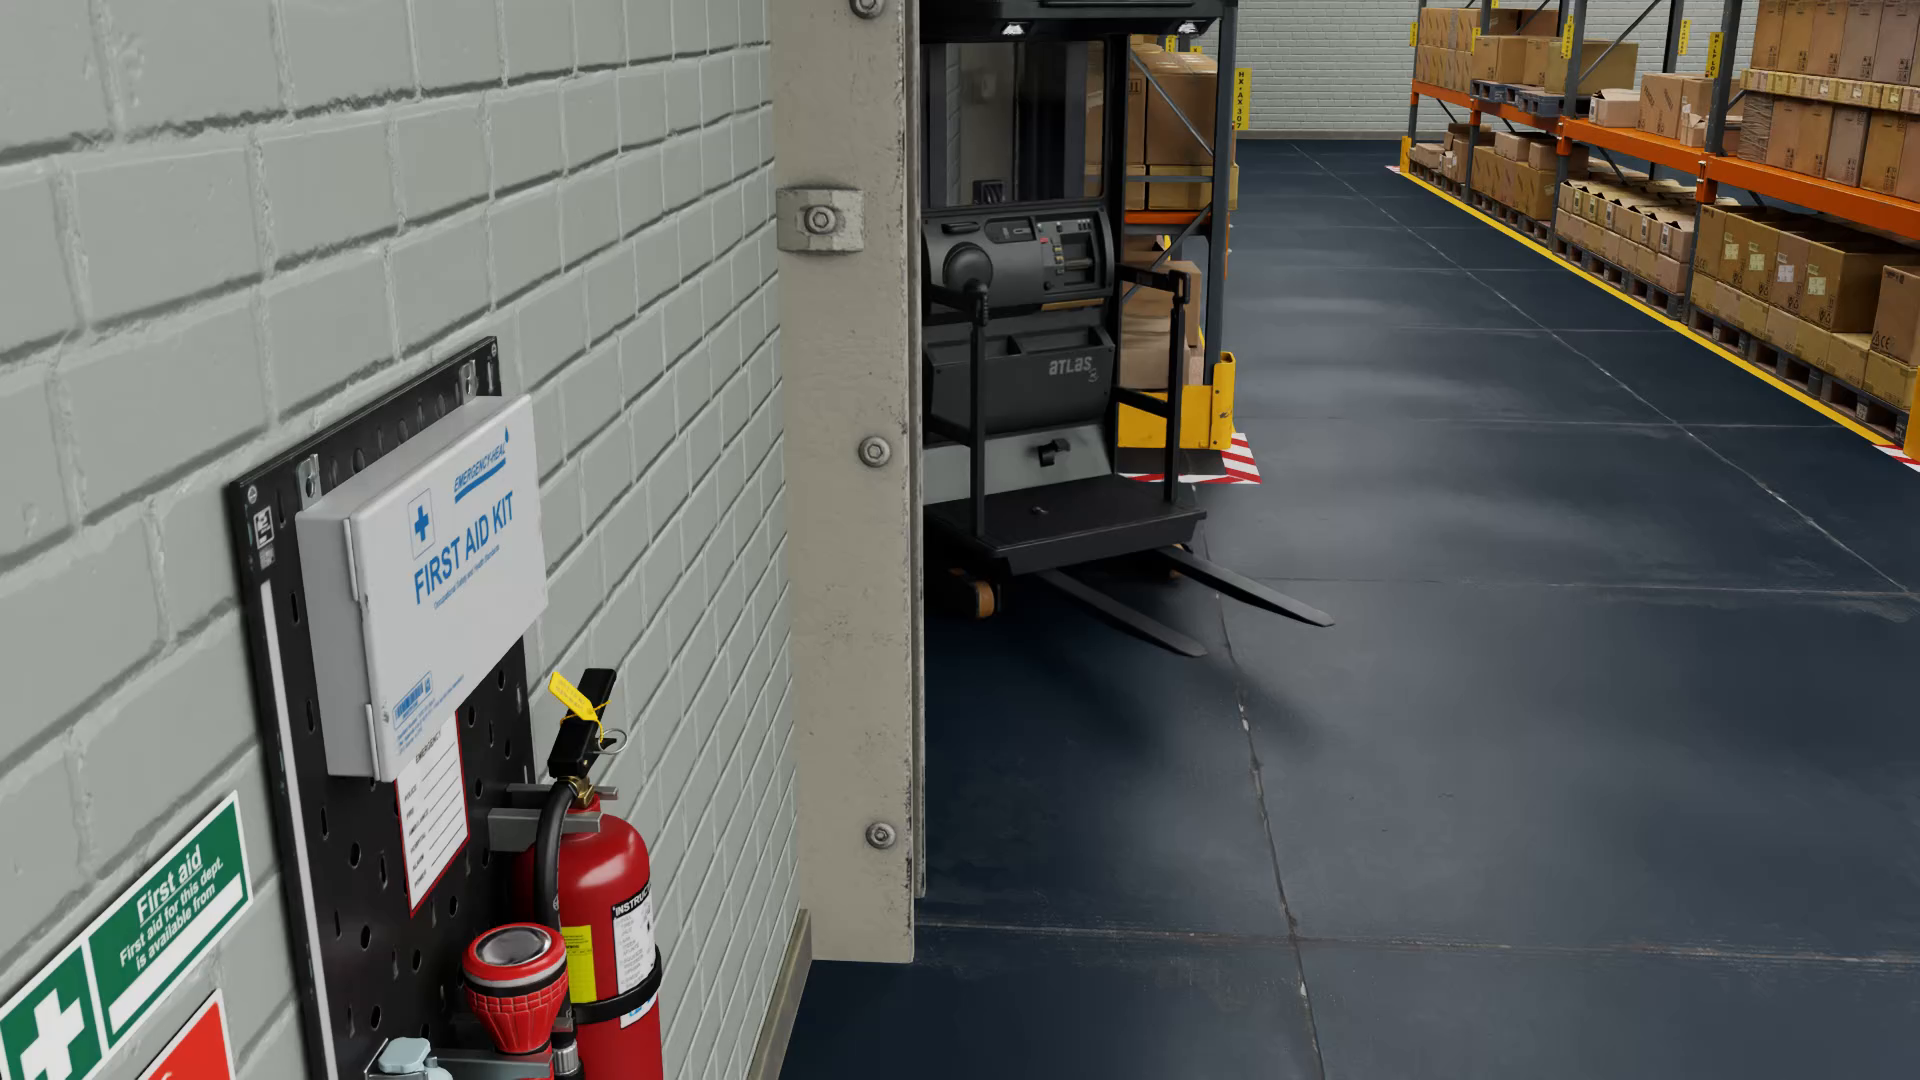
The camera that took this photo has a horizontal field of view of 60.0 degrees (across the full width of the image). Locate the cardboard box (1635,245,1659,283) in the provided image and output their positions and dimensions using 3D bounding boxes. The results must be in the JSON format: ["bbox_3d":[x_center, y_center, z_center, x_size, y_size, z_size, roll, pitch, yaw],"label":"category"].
[{"bbox_3d":[5.981,-2.301,13.868,0.500,0.250,0.500,1,18,3],"label":"cardboard box"}]

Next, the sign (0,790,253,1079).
[{"bbox_3d":[-0.617,0.310,1.250,0.001,0.109,0.331,1,18,4],"label":"sign"}]

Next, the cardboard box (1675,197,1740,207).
[{"bbox_3d":[6.590,-2.875,14.721,0.500,0.311,0.500,2,18,5],"label":"cardboard box"}]

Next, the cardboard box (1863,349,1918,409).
[{"bbox_3d":[5.660,-0.939,9.713,0.500,0.250,0.500,1,18,4],"label":"cardboard box"}]

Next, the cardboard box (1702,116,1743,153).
[{"bbox_3d":[6.194,-3.198,13.106,0.500,0.250,0.500,2,18,7],"label":"cardboard box"}]

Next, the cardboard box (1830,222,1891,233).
[{"bbox_3d":[6.308,-1.905,11.458,0.500,0.500,0.500,1,18,4],"label":"cardboard box"}]

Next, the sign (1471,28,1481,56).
[{"bbox_3d":[6.234,-6.021,20.091,0.100,0.325,0.005,1,18,4],"label":"sign"}]

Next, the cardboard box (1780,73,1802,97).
[{"bbox_3d":[5.938,-3.152,11.524,0.380,0.149,0.250,1,18,3],"label":"cardboard box"}]

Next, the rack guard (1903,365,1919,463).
[{"bbox_3d":[5.914,-0.678,9.188,1.175,0.500,0.348,1,18,4],"label":"rack guard"}]

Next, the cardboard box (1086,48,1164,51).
[{"bbox_3d":[1.395,-4.017,14.499,0.700,0.500,0.500,4,19,11],"label":"cardboard box"}]

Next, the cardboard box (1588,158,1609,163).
[{"bbox_3d":[6.912,-3.994,18.604,0.500,0.500,0.500,1,18,2],"label":"cardboard box"}]

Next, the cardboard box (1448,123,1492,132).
[{"bbox_3d":[7.270,-5.689,23.776,0.500,0.500,0.500,1,18,4],"label":"cardboard box"}]

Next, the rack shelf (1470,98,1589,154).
[{"bbox_3d":[6.633,-4.637,18.412,1.077,0.370,4.000,1,18,4],"label":"rack shelf"}]

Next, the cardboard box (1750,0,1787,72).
[{"bbox_3d":[6.177,-3.641,11.975,0.700,0.500,0.500,1,18,4],"label":"cardboard box"}]

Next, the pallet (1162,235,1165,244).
[{"bbox_3d":[1.680,-3.385,17.915,1.003,0.211,1.213,1,18,4],"label":"pallet"}]

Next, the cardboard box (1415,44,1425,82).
[{"bbox_3d":[6.768,-6.758,23.569,0.500,0.500,0.500,2,18,5],"label":"cardboard box"}]

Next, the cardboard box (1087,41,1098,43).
[{"bbox_3d":[1.322,-5.168,17.004,0.500,0.250,0.500,2,18,5],"label":"cardboard box"}]

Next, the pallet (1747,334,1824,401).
[{"bbox_3d":[6.019,-1.164,11.137,1.003,0.211,1.213,1,18,4],"label":"pallet"}]

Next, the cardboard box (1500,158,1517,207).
[{"bbox_3d":[6.391,-3.998,18.616,0.500,0.500,0.500,1,18,2],"label":"cardboard box"}]

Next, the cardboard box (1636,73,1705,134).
[{"bbox_3d":[6.385,-3.884,14.798,0.500,0.500,0.500,0,18,1],"label":"cardboard box"}]

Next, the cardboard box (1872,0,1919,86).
[{"bbox_3d":[6.034,-3.018,10.073,0.700,0.500,0.500,1,18,4],"label":"cardboard box"}]

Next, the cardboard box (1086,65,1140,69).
[{"bbox_3d":[0.842,-2.584,9.997,0.500,0.500,0.500,2,18,5],"label":"cardboard box"}]

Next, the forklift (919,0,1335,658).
[{"bbox_3d":[0.364,-1.223,6.949,1.130,2.935,3.031,-10,21,-29],"label":"forklift"}]

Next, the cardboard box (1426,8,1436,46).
[{"bbox_3d":[6.738,-7.070,22.918,0.500,0.500,0.500,1,18,4],"label":"cardboard box"}]

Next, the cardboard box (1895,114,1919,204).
[{"bbox_3d":[5.995,-2.228,9.746,0.700,0.500,0.500,2,18,5],"label":"cardboard box"}]

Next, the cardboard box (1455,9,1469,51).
[{"bbox_3d":[6.588,-6.445,21.008,0.500,0.500,0.500,1,18,3],"label":"cardboard box"}]

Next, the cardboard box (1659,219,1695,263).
[{"bbox_3d":[5.946,-2.407,13.292,0.500,0.311,0.500,1,18,4],"label":"cardboard box"}]

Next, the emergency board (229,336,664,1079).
[{"bbox_3d":[-0.483,0.411,1.852,0.194,1.169,0.643,1,18,4],"label":"emergency board"}]

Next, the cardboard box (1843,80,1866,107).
[{"bbox_3d":[5.862,-2.834,10.551,0.380,0.149,0.250,1,18,3],"label":"cardboard box"}]

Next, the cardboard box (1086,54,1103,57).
[{"bbox_3d":[0.979,-3.217,11.929,0.500,0.500,0.500,1,18,4],"label":"cardboard box"}]

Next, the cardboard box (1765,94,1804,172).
[{"bbox_3d":[6.146,-2.861,11.676,0.700,0.500,0.500,1,18,3],"label":"cardboard box"}]

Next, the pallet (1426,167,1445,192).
[{"bbox_3d":[6.911,-4.868,22.441,1.003,0.211,1.213,1,18,4],"label":"pallet"}]

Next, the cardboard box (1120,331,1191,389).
[{"bbox_3d":[1.114,-1.127,10.156,0.500,0.311,0.500,-1,18,-2],"label":"cardboard box"}]

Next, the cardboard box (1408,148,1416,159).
[{"bbox_3d":[6.690,-5.574,23.989,0.380,0.149,0.250,1,18,4],"label":"cardboard box"}]

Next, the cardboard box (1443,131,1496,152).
[{"bbox_3d":[6.906,-5.206,22.297,0.797,0.503,0.637,1,18,4],"label":"cardboard box"}]

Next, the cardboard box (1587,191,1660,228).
[{"bbox_3d":[6.091,-3.039,15.222,0.500,0.311,0.500,1,18,2],"label":"cardboard box"}]

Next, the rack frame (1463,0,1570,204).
[{"bbox_3d":[6.776,-5.600,20.196,1.000,3.000,0.127,1,18,4],"label":"rack frame"}]

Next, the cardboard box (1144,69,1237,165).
[{"bbox_3d":[1.309,-2.419,9.491,0.500,0.500,0.500,1,18,4],"label":"cardboard box"}]

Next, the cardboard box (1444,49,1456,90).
[{"bbox_3d":[6.626,-6.128,21.648,0.500,0.500,0.500,2,18,5],"label":"cardboard box"}]

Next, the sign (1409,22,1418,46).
[{"bbox_3d":[6.522,-7.266,23.889,0.100,0.325,0.005,1,18,4],"label":"sign"}]

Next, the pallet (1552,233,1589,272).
[{"bbox_3d":[6.392,-2.778,16.061,1.003,0.211,1.213,1,18,4],"label":"pallet"}]

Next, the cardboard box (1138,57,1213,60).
[{"bbox_3d":[1.459,-3.054,11.431,0.500,0.500,0.500,1,18,2],"label":"cardboard box"}]

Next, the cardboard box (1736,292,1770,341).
[{"bbox_3d":[5.785,-1.561,11.610,0.500,0.250,0.500,1,18,4],"label":"cardboard box"}]

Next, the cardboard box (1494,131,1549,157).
[{"bbox_3d":[6.427,-4.522,19.010,0.500,0.250,0.500,1,18,4],"label":"cardboard box"}]

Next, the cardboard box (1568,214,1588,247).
[{"bbox_3d":[6.124,-2.938,15.815,0.500,0.250,0.500,1,18,2],"label":"cardboard box"}]

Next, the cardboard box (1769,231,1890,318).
[{"bbox_3d":[5.752,-1.762,11.019,0.500,0.500,0.500,1,18,4],"label":"cardboard box"}]

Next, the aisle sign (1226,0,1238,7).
[{"bbox_3d":[1.269,-3.189,8.662,0.394,0.787,0.004,1,18,4],"label":"aisle sign"}]

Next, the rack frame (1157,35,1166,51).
[{"bbox_3d":[1.548,-4.467,16.739,1.000,3.000,0.127,1,18,4],"label":"rack frame"}]

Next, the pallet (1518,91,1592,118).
[{"bbox_3d":[6.468,-4.479,17.082,1.213,0.211,1.003,1,18,4],"label":"pallet"}]

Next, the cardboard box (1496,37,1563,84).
[{"bbox_3d":[6.533,-5.490,19.025,0.700,0.500,0.500,4,19,13],"label":"cardboard box"}]
